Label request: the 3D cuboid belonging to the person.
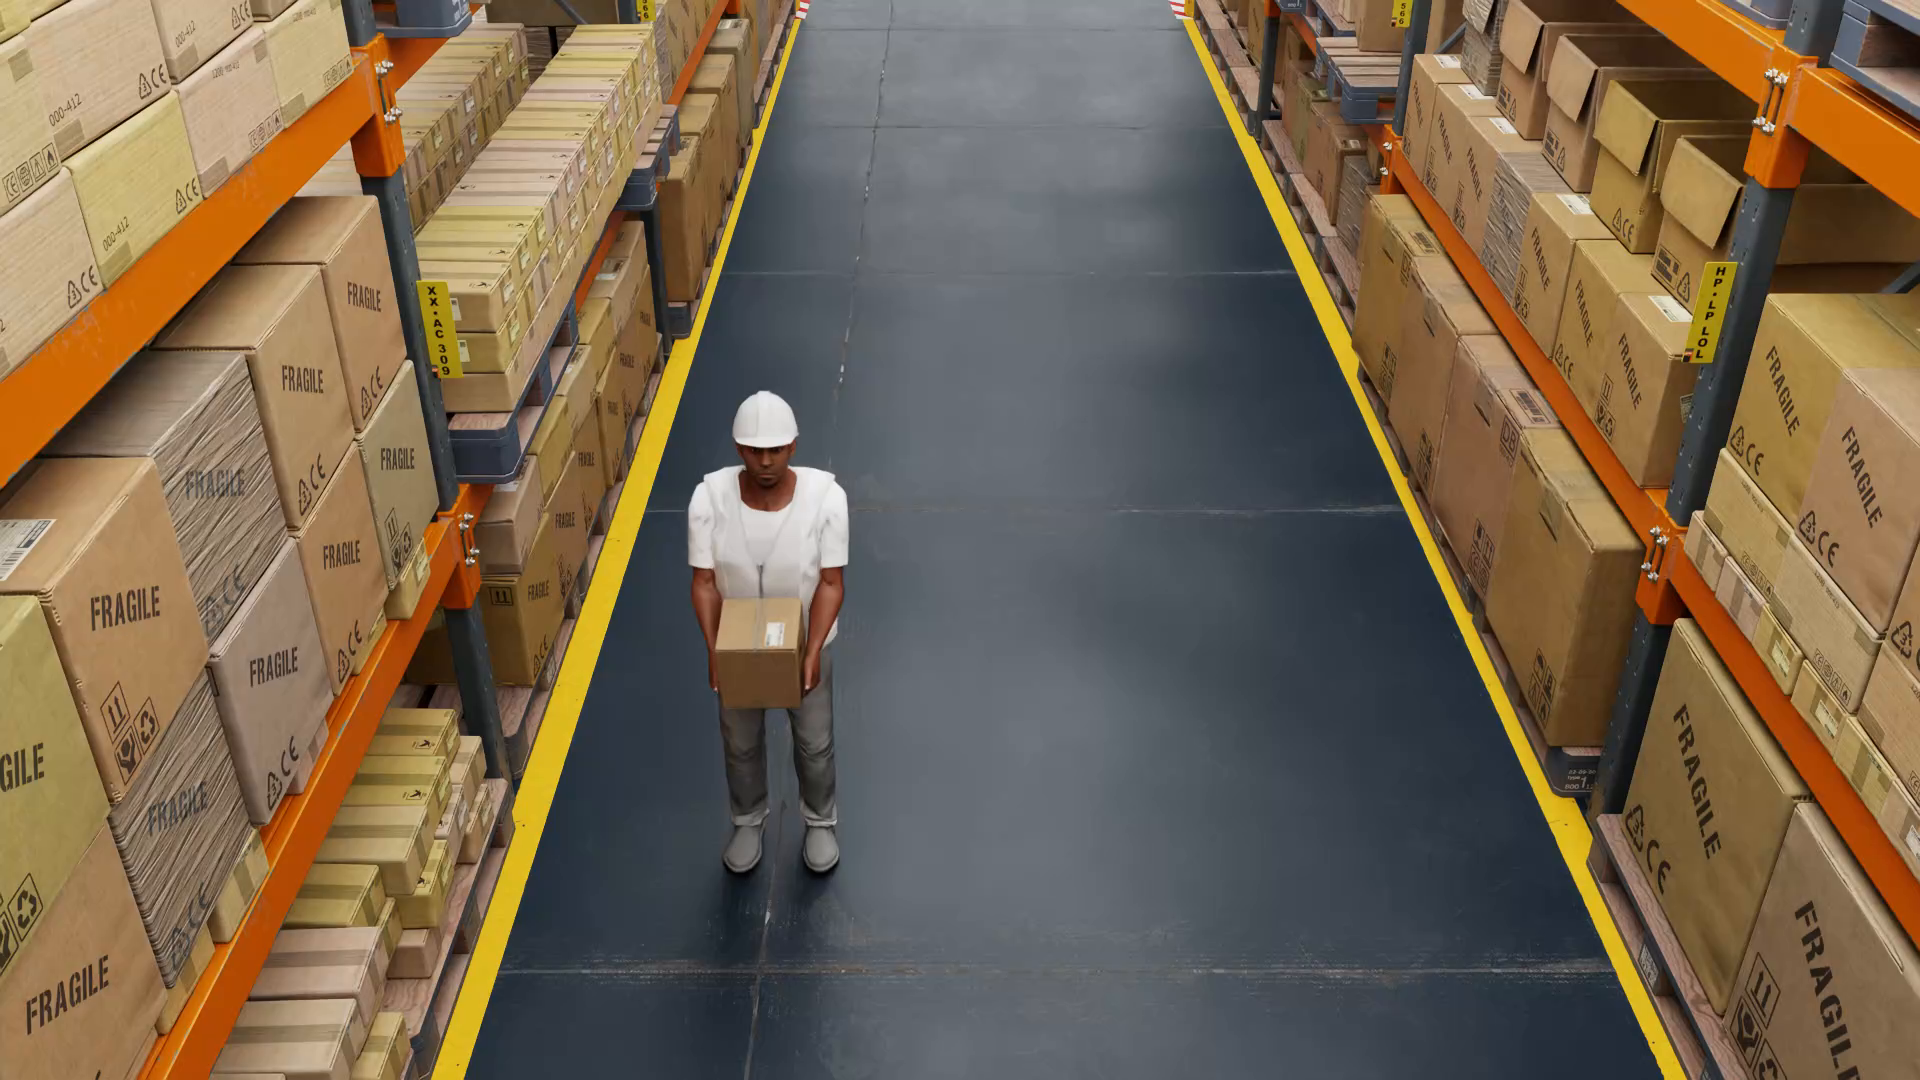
[{"bbox_3d":[-0.618,0.382,5.484,0.521,1.767,0.573,0,31,0],"label":"person"}]
